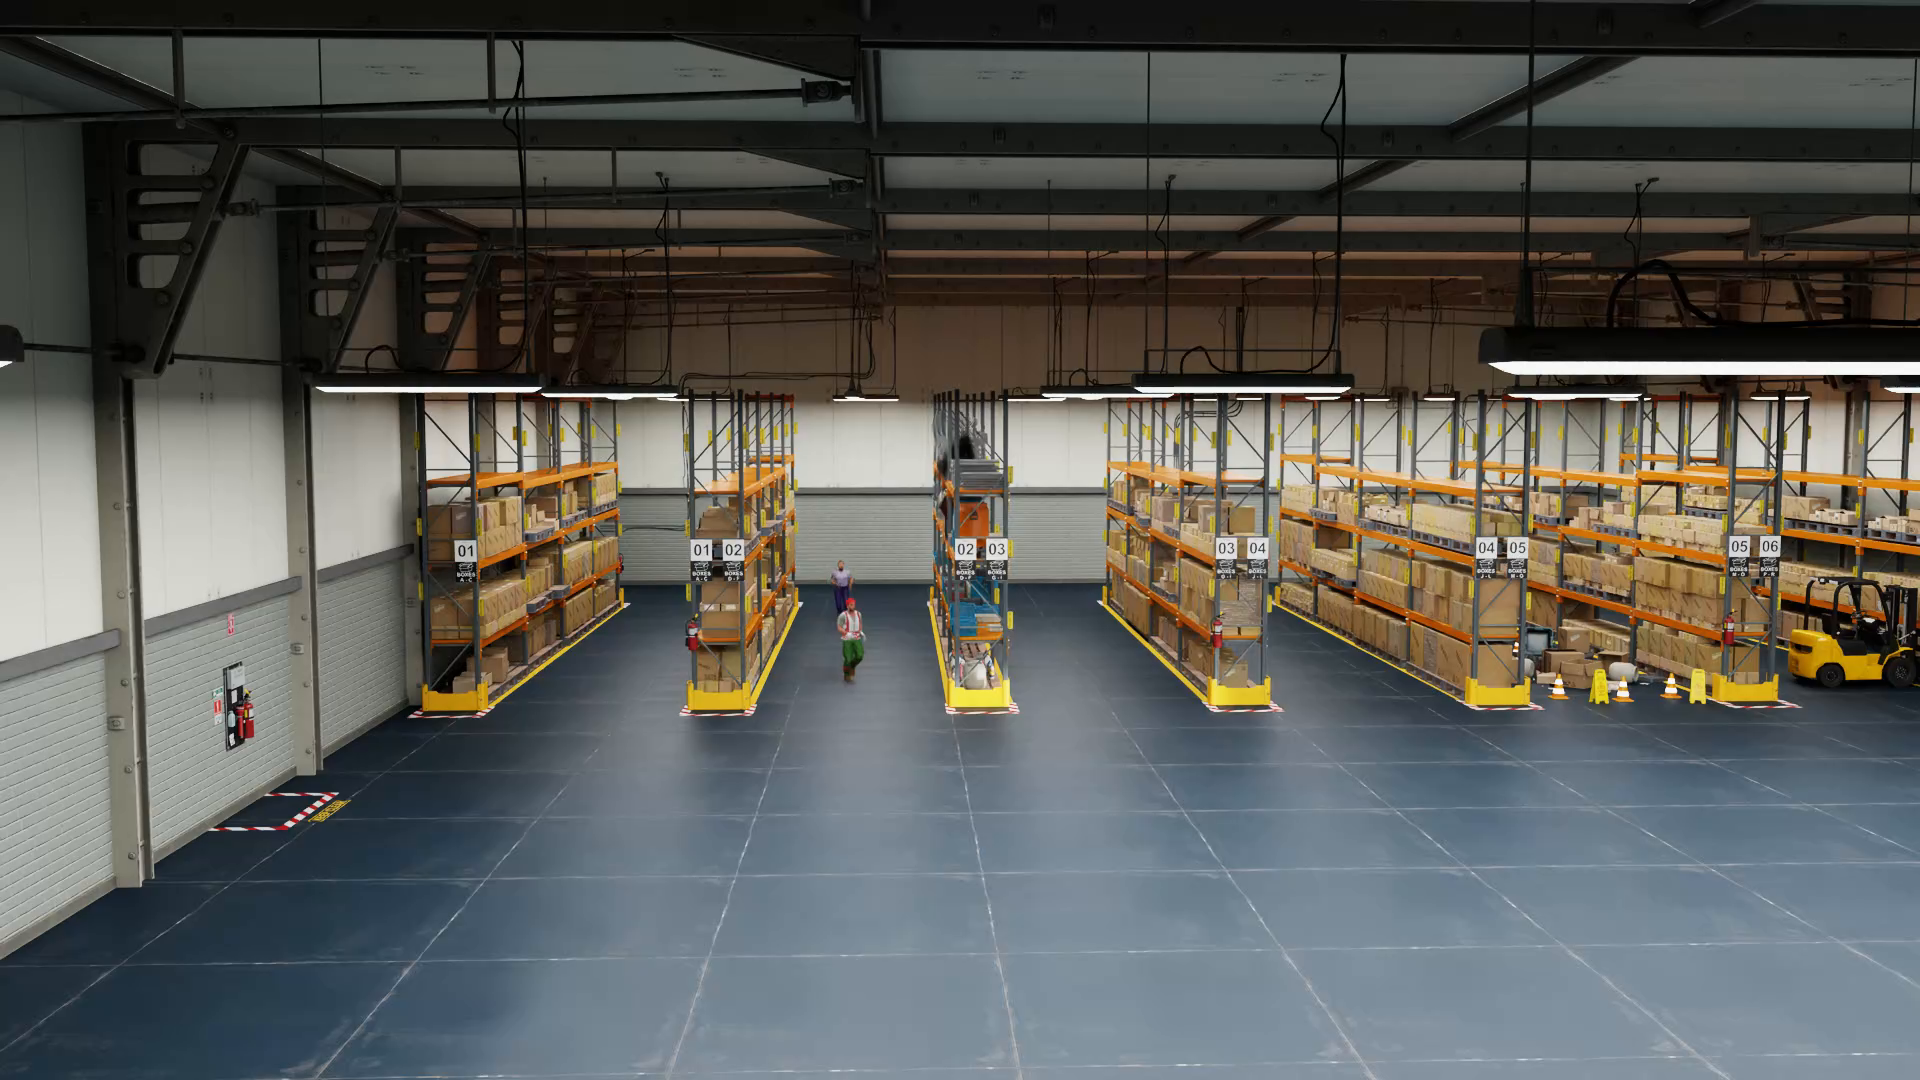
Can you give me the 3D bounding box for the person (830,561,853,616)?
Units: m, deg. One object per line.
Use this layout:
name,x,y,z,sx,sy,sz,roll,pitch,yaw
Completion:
person,-3.115,1.348,43.880,0.600,1.608,0.538,0,5,-5

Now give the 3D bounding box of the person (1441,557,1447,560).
person,14.476,0.850,49.498,0.574,1.673,0.653,-1,5,-14

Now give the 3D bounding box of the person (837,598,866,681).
person,-2.207,2.055,34.266,0.661,1.735,0.642,-3,5,-30
